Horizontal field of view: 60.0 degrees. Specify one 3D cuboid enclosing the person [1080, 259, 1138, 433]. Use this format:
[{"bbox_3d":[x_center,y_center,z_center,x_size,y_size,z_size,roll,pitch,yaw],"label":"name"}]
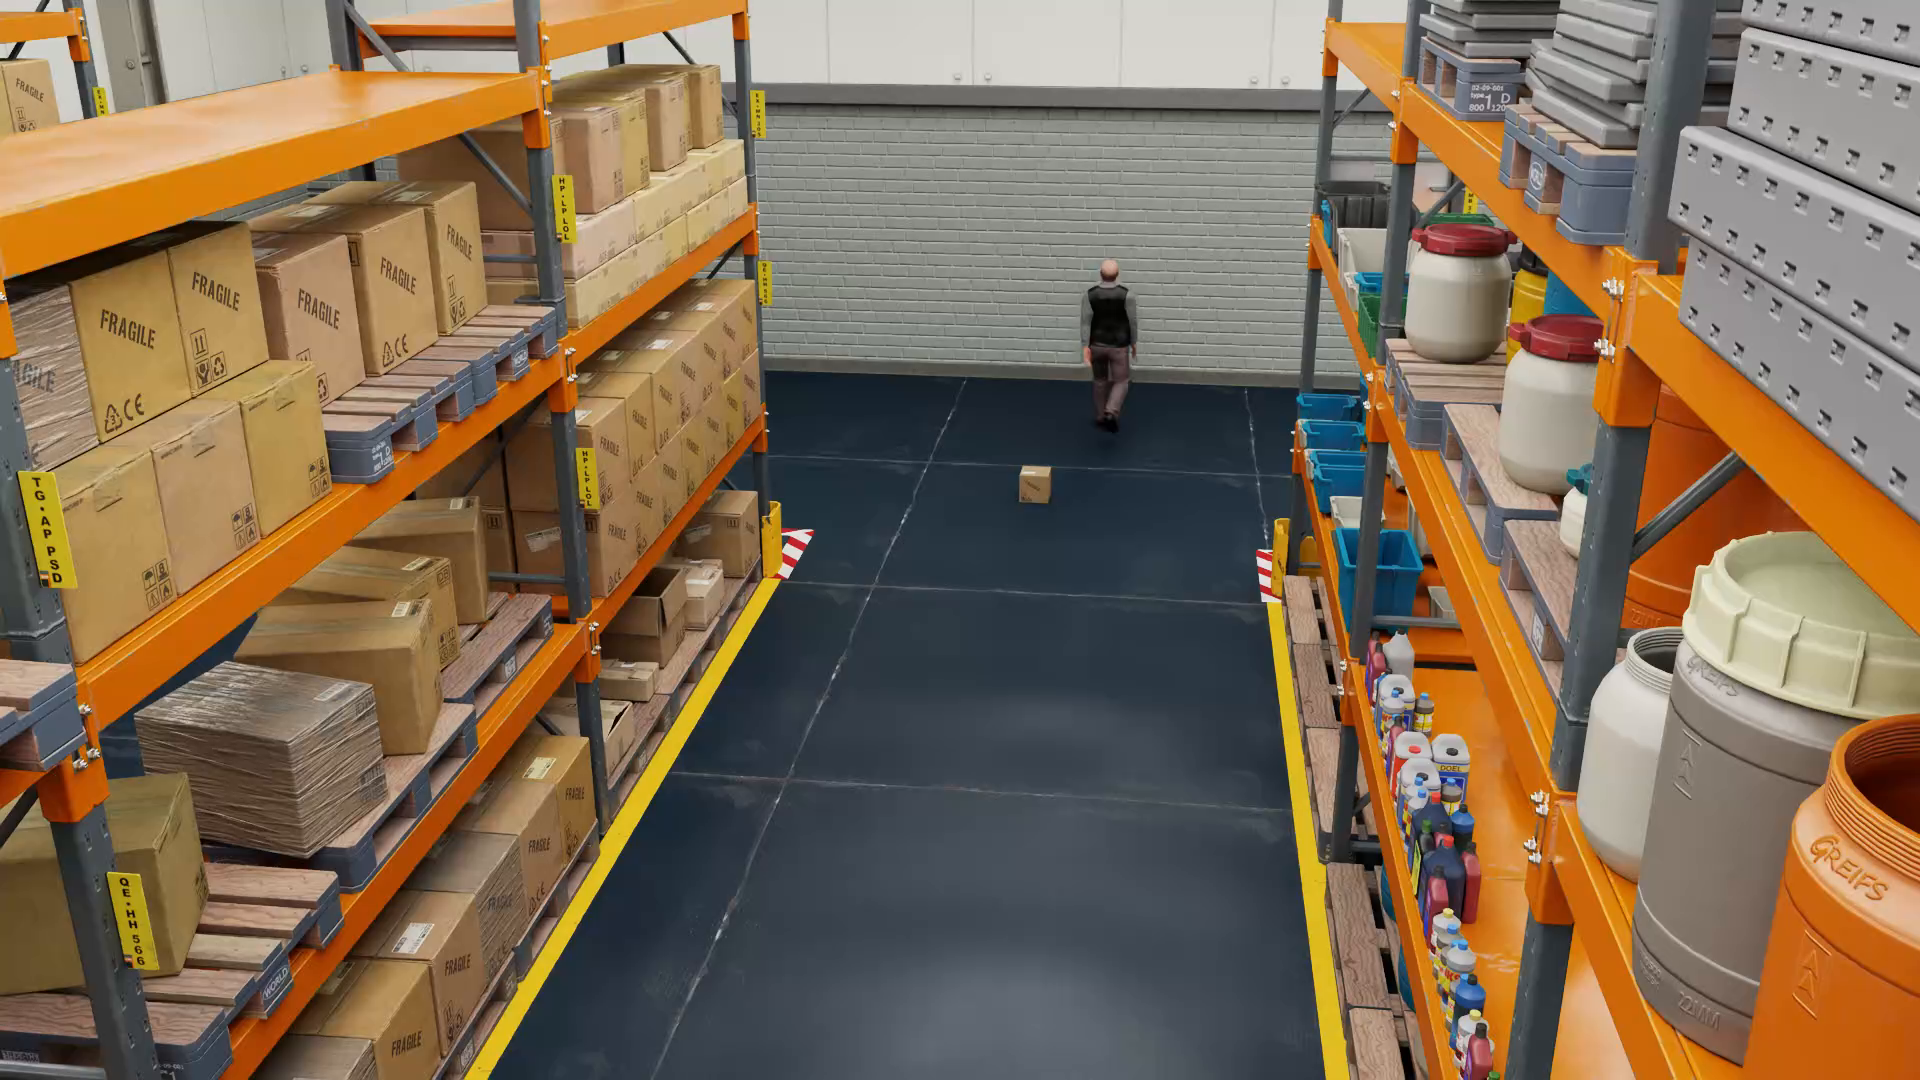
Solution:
[{"bbox_3d":[1.422,-1.853,15.923,0.529,1.687,0.864,6,22,15],"label":"person"}]
